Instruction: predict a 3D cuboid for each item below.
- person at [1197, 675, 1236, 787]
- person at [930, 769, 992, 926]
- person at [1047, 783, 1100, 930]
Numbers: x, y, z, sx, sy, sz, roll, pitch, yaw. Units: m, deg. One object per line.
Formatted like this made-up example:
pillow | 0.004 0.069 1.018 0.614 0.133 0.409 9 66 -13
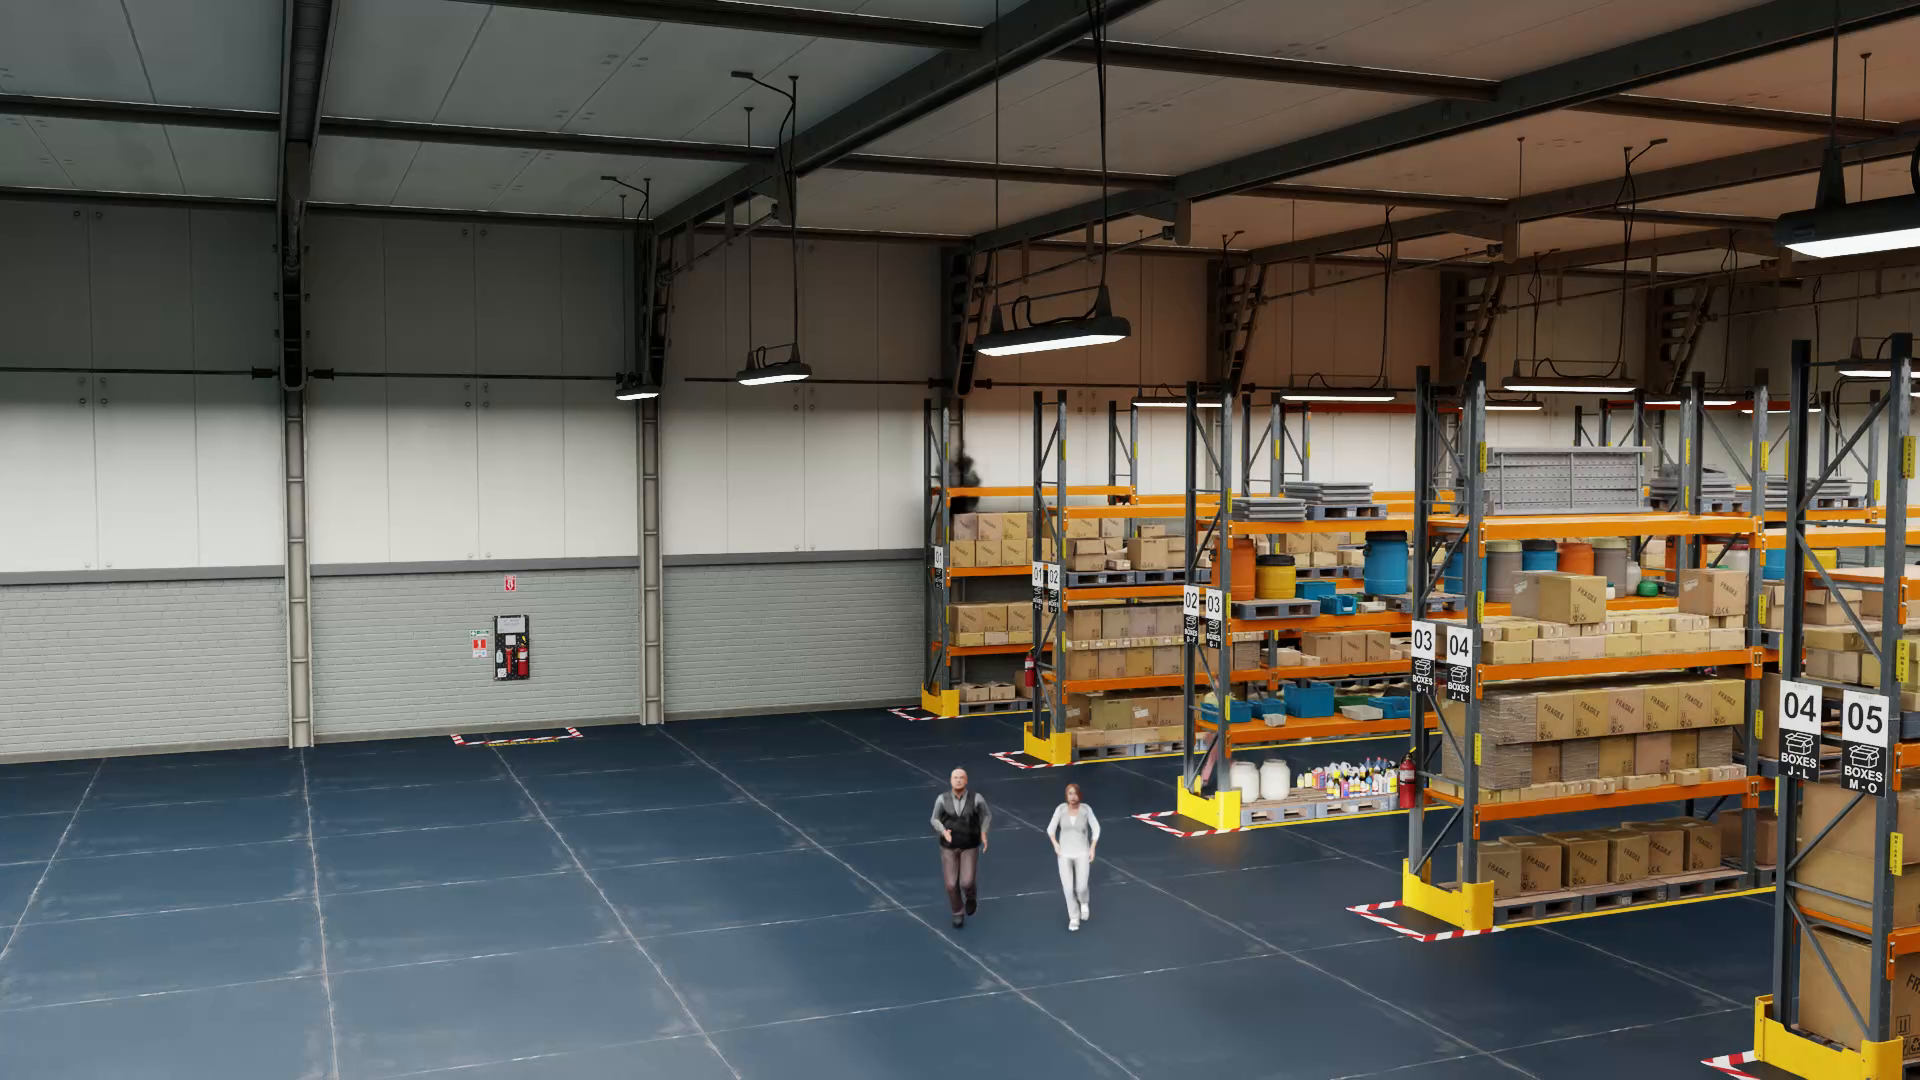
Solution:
person | 3.805 2.833 24.815 0.990 1.639 0.580 -3 4 -38
person | 0.003 3.282 17.695 0.653 1.680 0.568 0 3 5
person | 1.194 3.345 17.606 0.555 1.564 0.536 1 3 10
